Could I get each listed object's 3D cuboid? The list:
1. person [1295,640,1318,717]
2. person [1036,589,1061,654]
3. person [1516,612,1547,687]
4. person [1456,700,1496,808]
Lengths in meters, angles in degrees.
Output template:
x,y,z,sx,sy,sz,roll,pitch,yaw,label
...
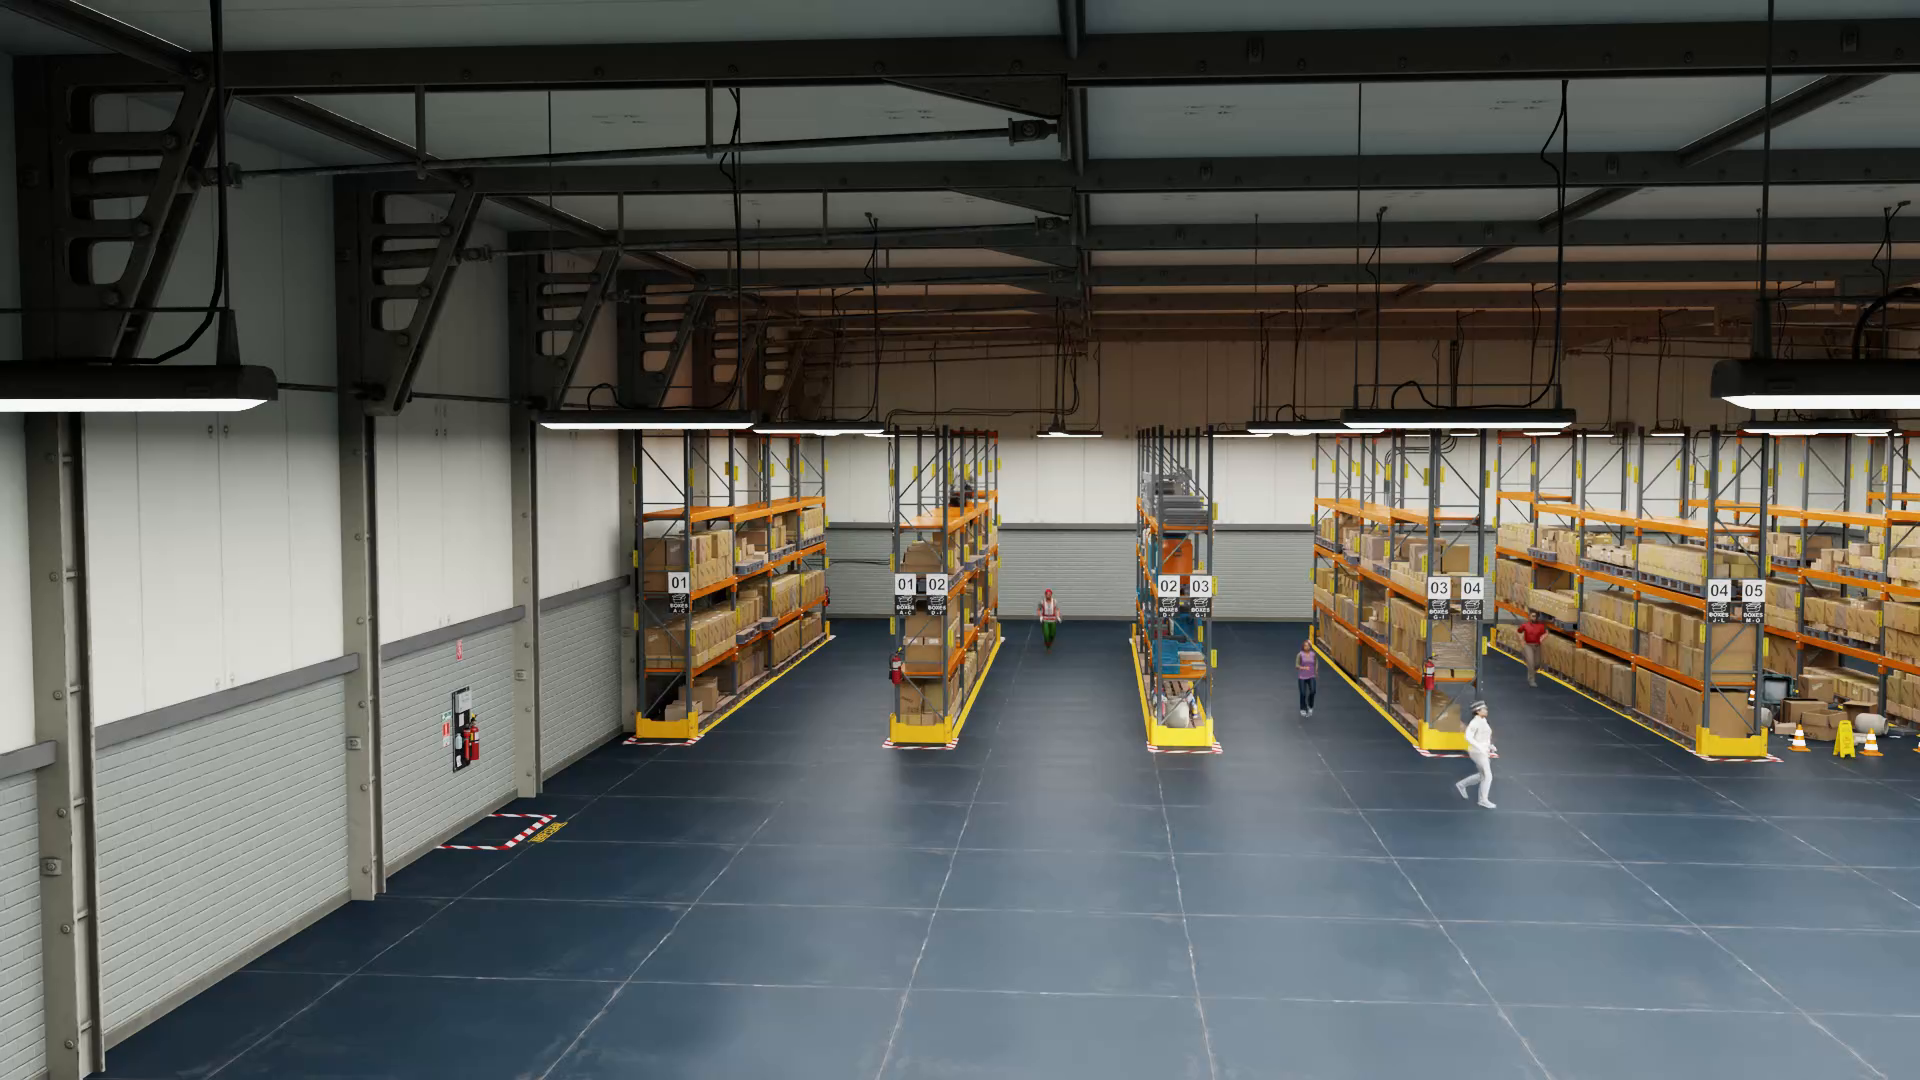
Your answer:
x,y,z,sx,sy,sz,roll,pitch,yaw,label
7.159,2.859,34.279,0.510,1.578,0.644,0,3,2,person
2.380,2.177,44.757,0.646,1.732,0.635,0,3,-2,person
13.353,2.534,38.748,0.684,1.712,0.772,0,3,-1,person
8.066,3.328,26.010,0.656,1.680,0.627,2,4,31,person
